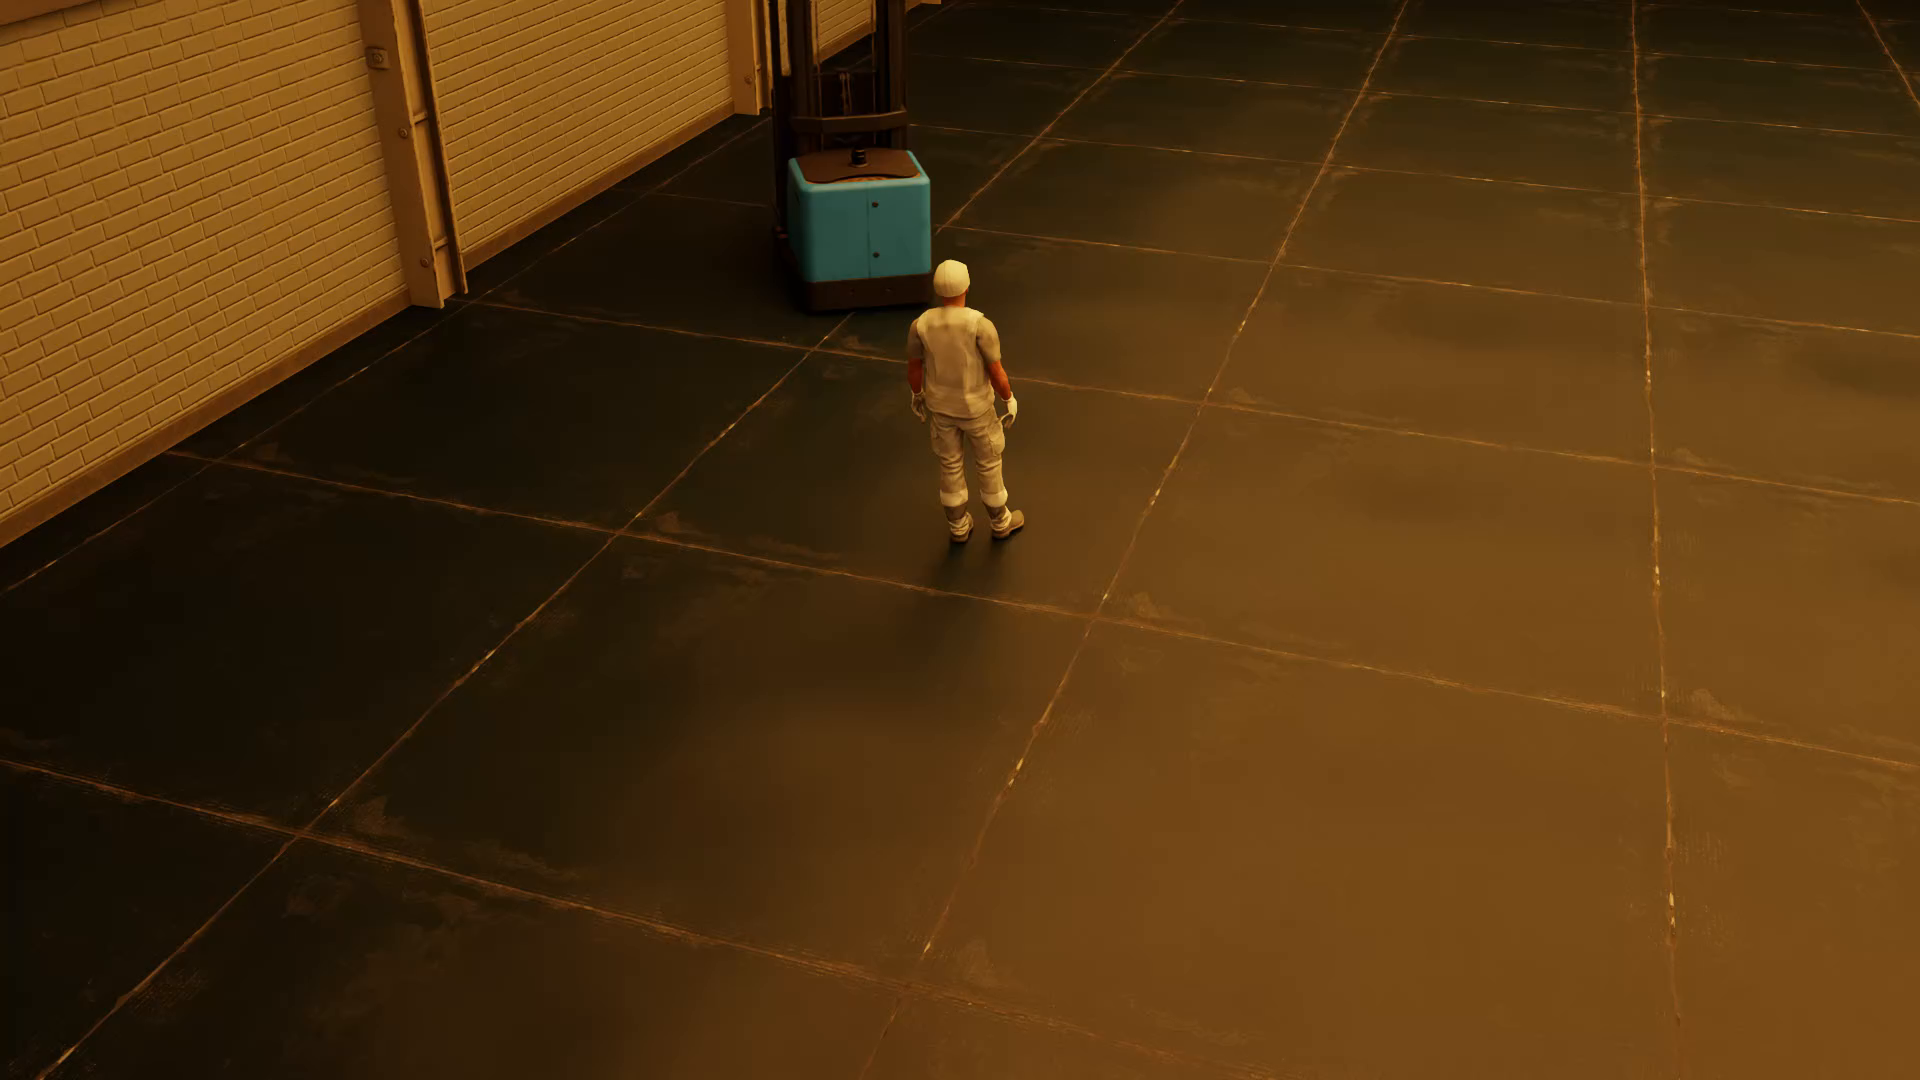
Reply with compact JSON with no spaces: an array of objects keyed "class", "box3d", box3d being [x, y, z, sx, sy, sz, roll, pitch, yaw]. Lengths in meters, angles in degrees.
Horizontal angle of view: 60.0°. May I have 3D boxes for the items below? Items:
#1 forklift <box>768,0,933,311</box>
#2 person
[{"class":"forklift","box3d":[-1.032,-3.794,13.793,1.130,2.935,3.031,-6,30,-11]},{"class":"person","box3d":[0.038,-0.820,9.712,0.637,1.790,0.562,10,31,16]}]
